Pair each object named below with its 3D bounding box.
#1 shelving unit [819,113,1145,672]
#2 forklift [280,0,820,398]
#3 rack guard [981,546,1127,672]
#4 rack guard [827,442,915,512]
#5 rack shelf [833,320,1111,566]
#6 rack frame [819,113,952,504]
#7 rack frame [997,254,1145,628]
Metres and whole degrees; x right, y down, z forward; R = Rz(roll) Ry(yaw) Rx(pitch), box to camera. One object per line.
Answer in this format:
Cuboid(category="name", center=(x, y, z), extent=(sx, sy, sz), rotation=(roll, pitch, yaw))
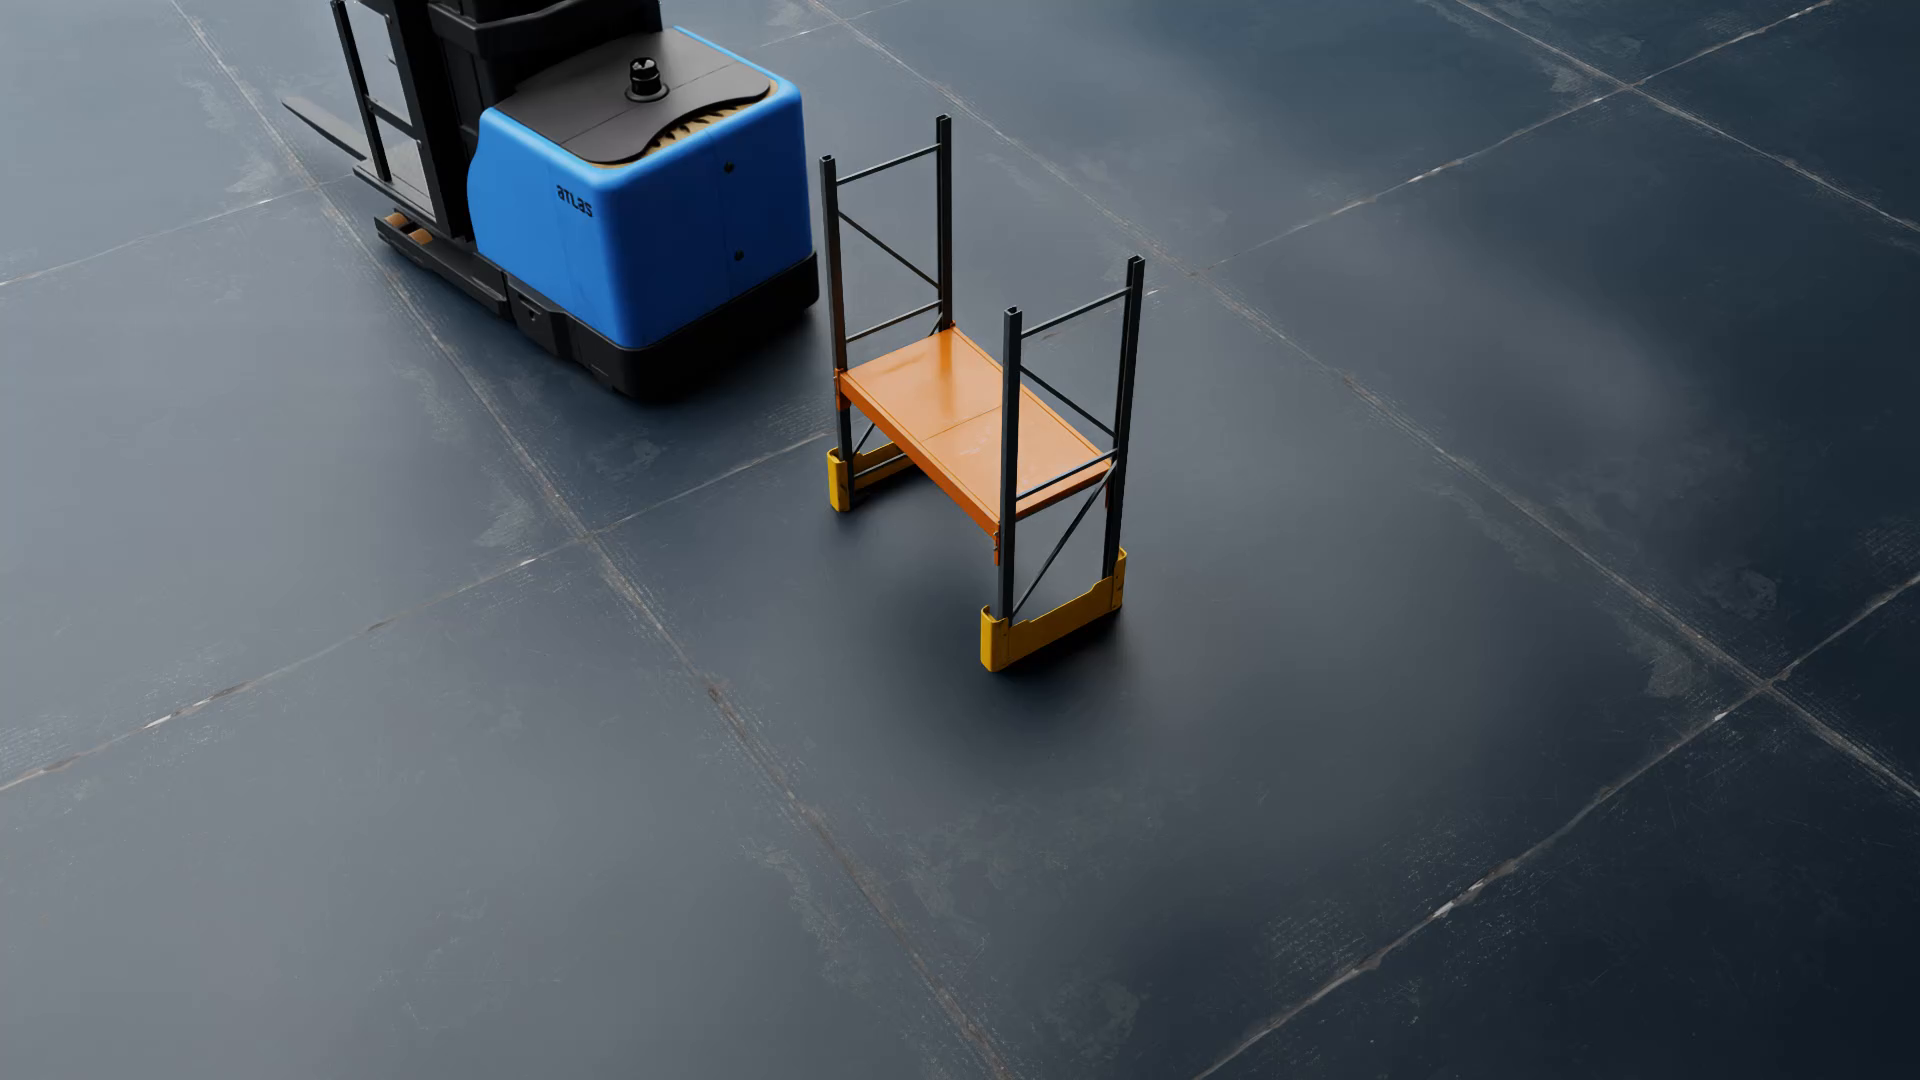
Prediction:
Cuboid(category="shelving unit", center=(0.044, -0.499, 5.687), extent=(0.587, 1.500, 1.083), rotation=(-26, 49, -24))
Cuboid(category="forklift", center=(-2.031, -2.535, 6.783), extent=(3.031, 2.935, 1.130), rotation=(33, 53, 30))
Cuboid(category="rack guard", center=(0.329, 0.235, 5.823), extent=(0.587, 0.250, 0.087), rotation=(-26, 49, -24))
Cuboid(category="rack guard", center=(-0.241, -0.329, 6.414), extent=(0.587, 0.250, 0.087), rotation=(-26, 49, -24))
Cuboid(category="rack shelf", center=(0.049, -0.364, 5.806), extent=(0.538, 0.185, 1.000), rotation=(-26, 49, -24))
Cuboid(category="rack frame", center=(-0.242, -0.782, 5.983), extent=(0.500, 1.500, 0.032), rotation=(-26, 49, -24))
Cuboid(category="rack frame", center=(0.340, -0.206, 5.380), extent=(0.500, 1.500, 0.032), rotation=(-26, 49, -24))
